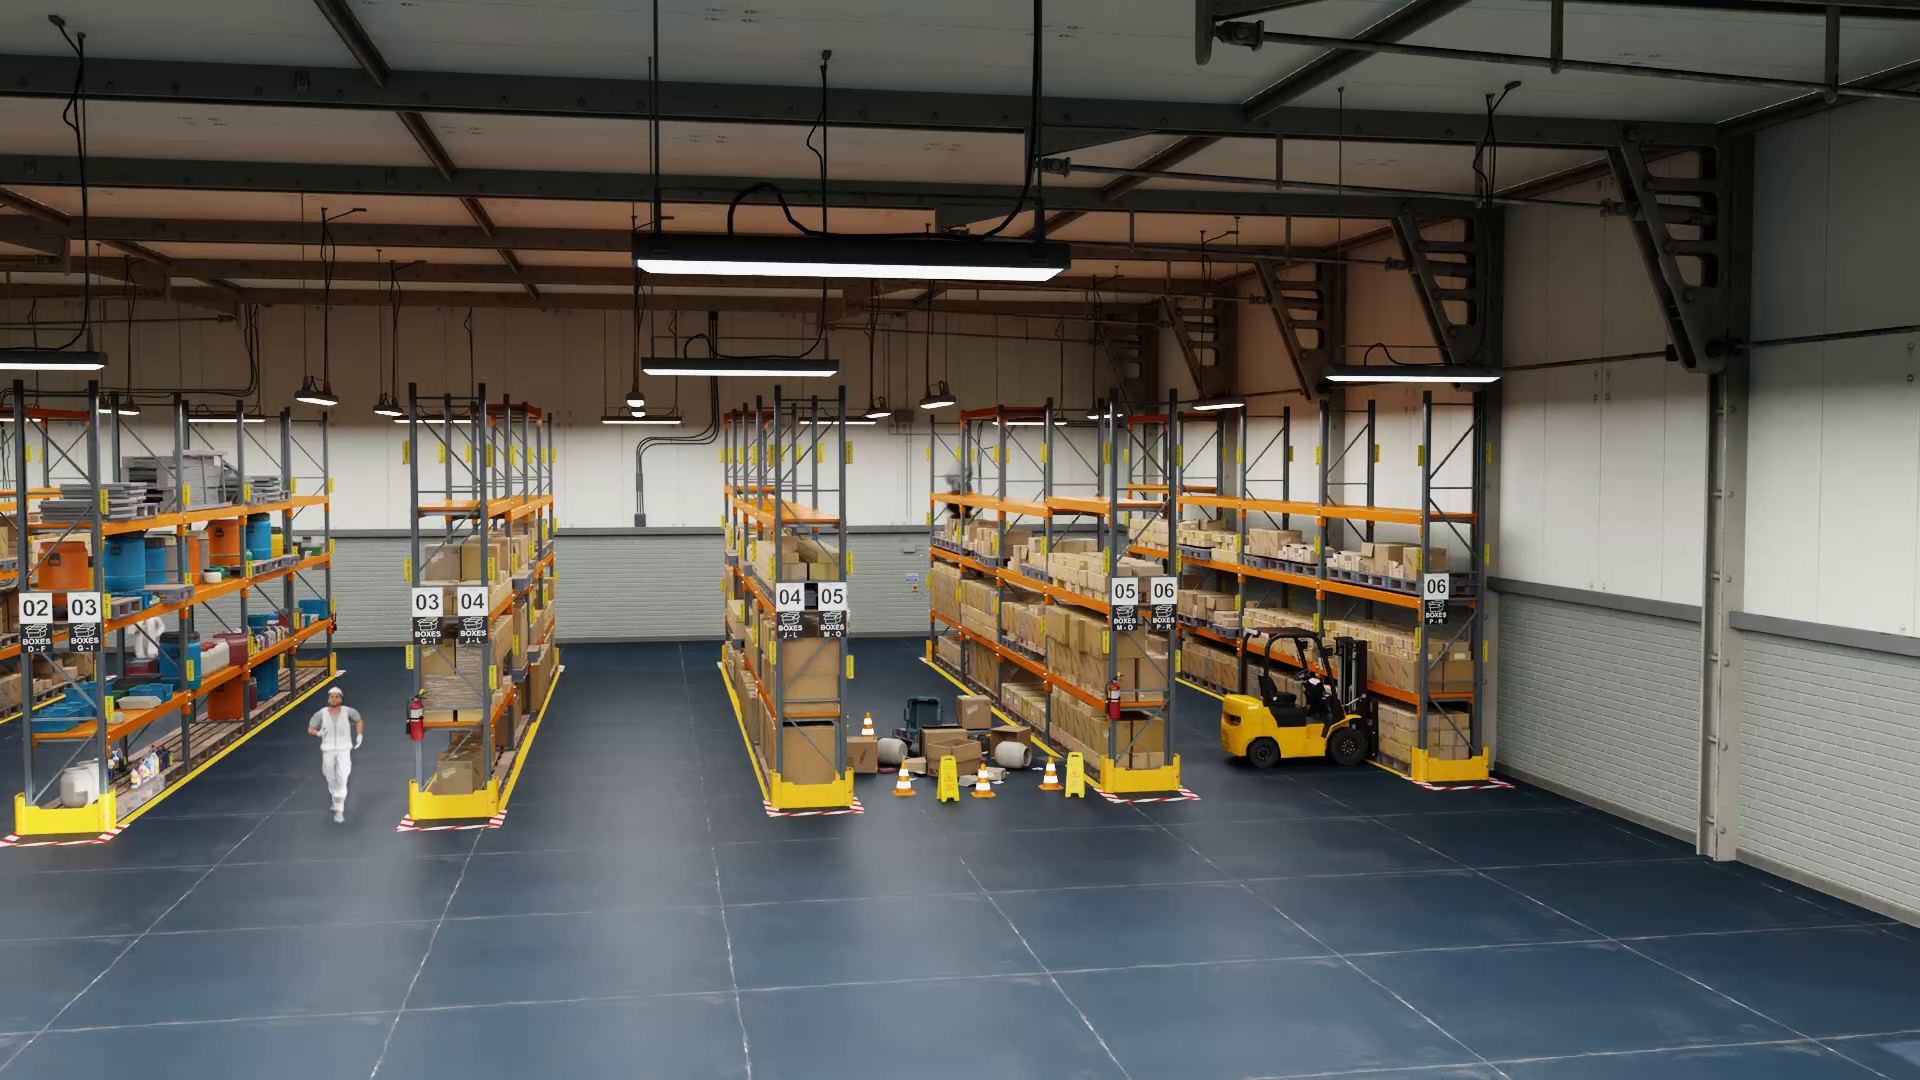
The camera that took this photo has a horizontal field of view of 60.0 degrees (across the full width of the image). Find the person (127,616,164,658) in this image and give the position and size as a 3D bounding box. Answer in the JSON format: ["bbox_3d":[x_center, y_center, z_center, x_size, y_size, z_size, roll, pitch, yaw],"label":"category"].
[{"bbox_3d":[-17.477,2.306,35.686,0.699,1.838,0.822,-1,3,-18],"label":"person"}]

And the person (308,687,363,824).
[{"bbox_3d":[-8.634,2.947,22.982,0.716,1.810,0.892,-1,3,-17],"label":"person"}]
